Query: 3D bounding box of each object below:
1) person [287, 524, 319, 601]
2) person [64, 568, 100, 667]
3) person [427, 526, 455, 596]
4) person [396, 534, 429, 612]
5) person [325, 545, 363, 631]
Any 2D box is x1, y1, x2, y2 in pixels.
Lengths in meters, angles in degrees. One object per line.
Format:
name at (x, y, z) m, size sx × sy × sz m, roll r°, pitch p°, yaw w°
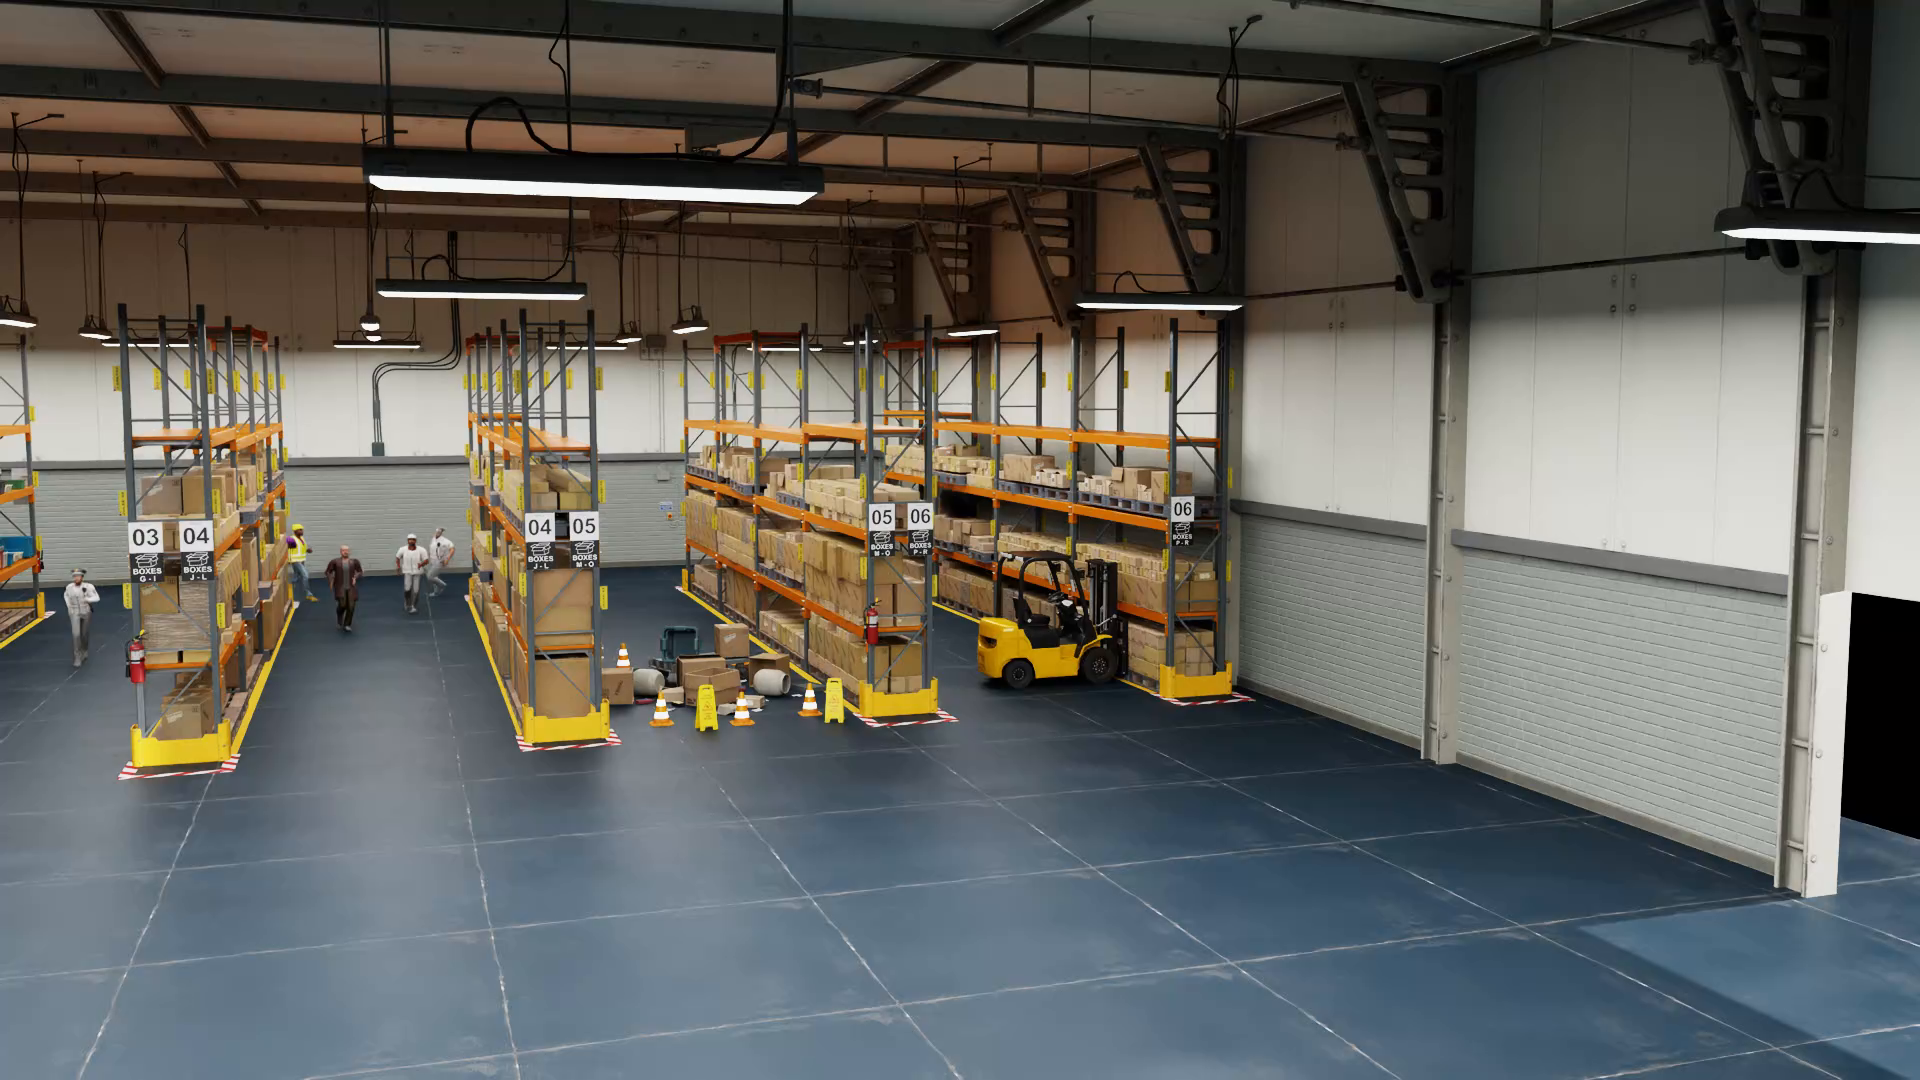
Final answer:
person at (-15.120, 0.511, 37.981) m, size 0.970 × 1.766 × 0.726 m, roll 0°, pitch 5°, yaw 1°
person at (-15.653, 1.357, 29.665) m, size 0.584 × 1.754 × 0.775 m, roll -2°, pitch 6°, yaw -23°
person at (-12.196, 0.501, 38.802) m, size 0.800 × 1.677 × 0.554 m, roll 5°, pitch 7°, yaw 40°
person at (-11.861, 0.725, 36.011) m, size 0.684 × 1.725 × 0.593 m, roll -2°, pitch 6°, yaw -16°
person at (-12.349, 0.972, 33.431) m, size 0.707 × 1.733 × 0.632 m, roll -3°, pitch 6°, yaw -29°
